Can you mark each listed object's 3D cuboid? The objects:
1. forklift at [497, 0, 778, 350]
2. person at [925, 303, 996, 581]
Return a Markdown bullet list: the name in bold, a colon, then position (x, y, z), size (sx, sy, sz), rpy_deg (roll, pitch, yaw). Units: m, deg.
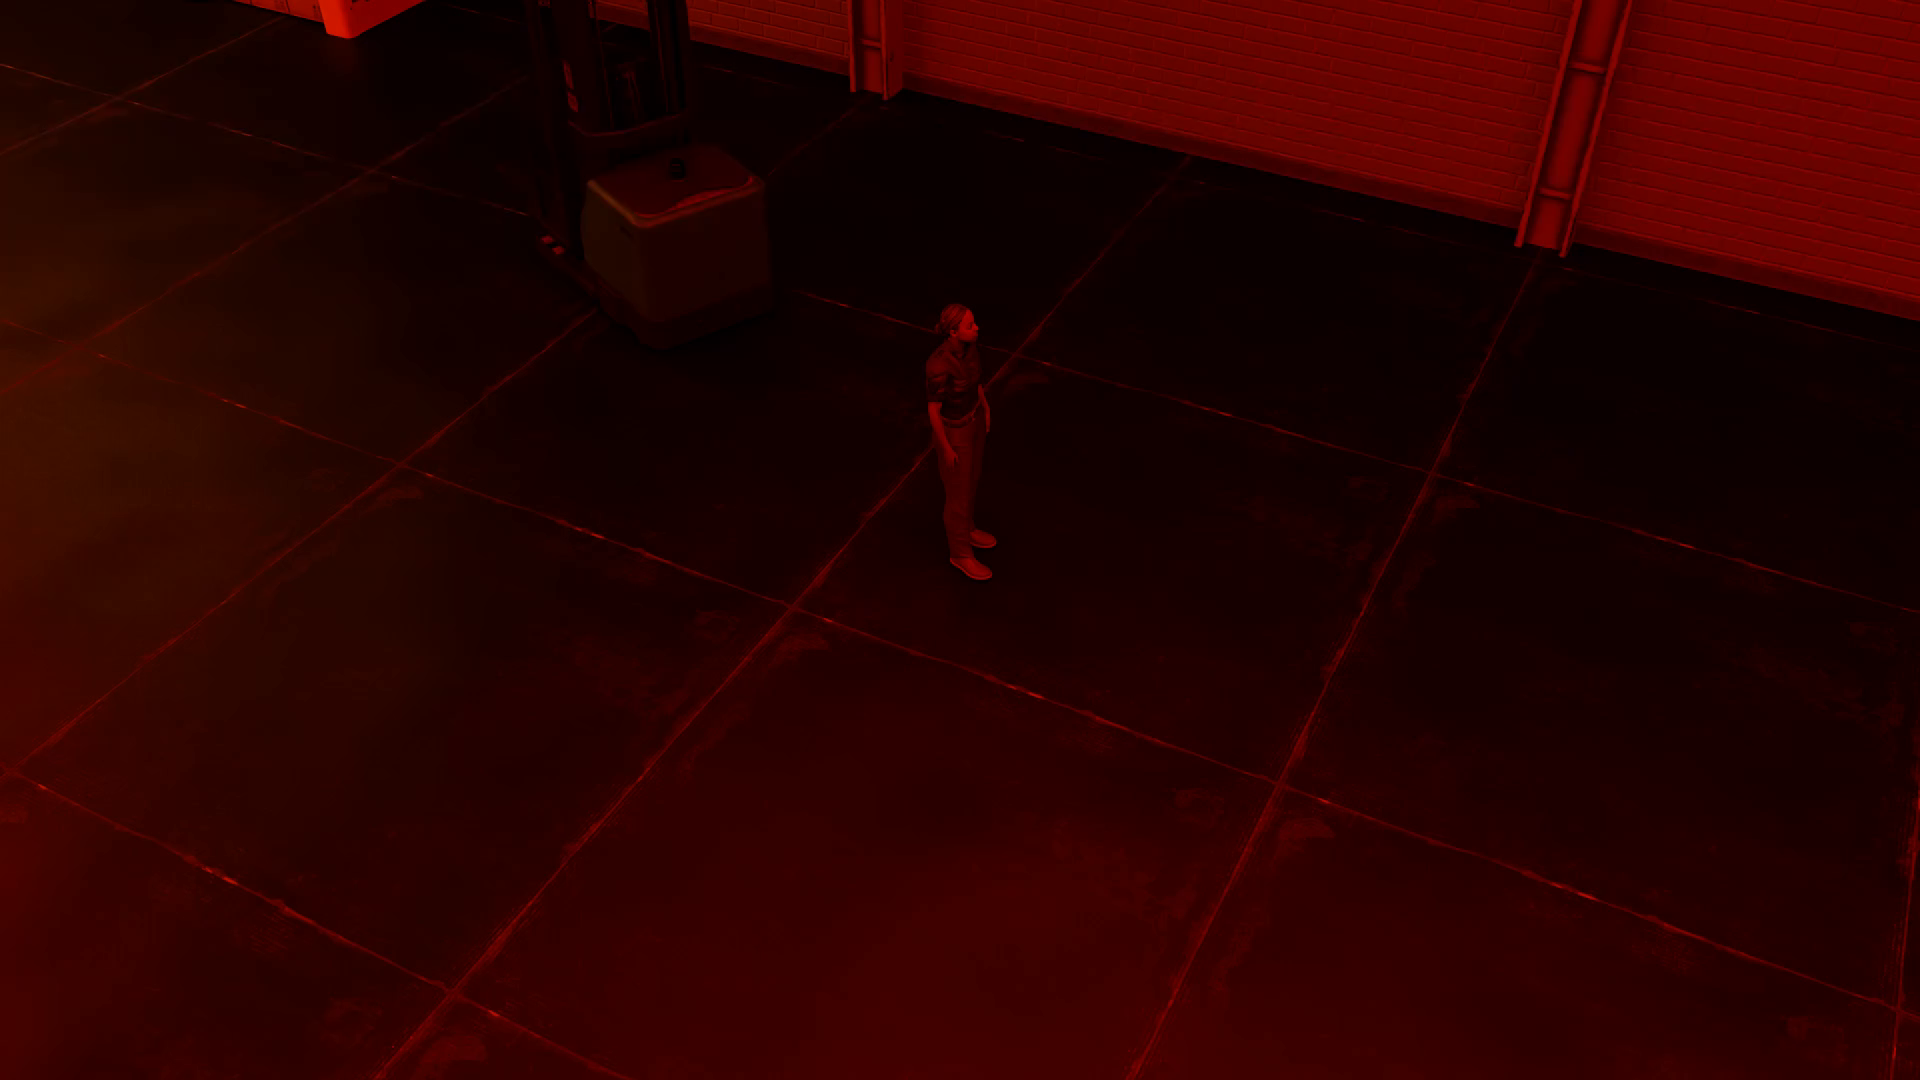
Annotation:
- **forklift**: position (-2.612, -3.366, 11.983), size (1.130, 2.935, 3.031), rpy_deg (-25, 46, -27)
- **person**: position (0.069, -0.601, 9.680), size (0.503, 1.656, 0.570), rpy_deg (18, 43, 21)
